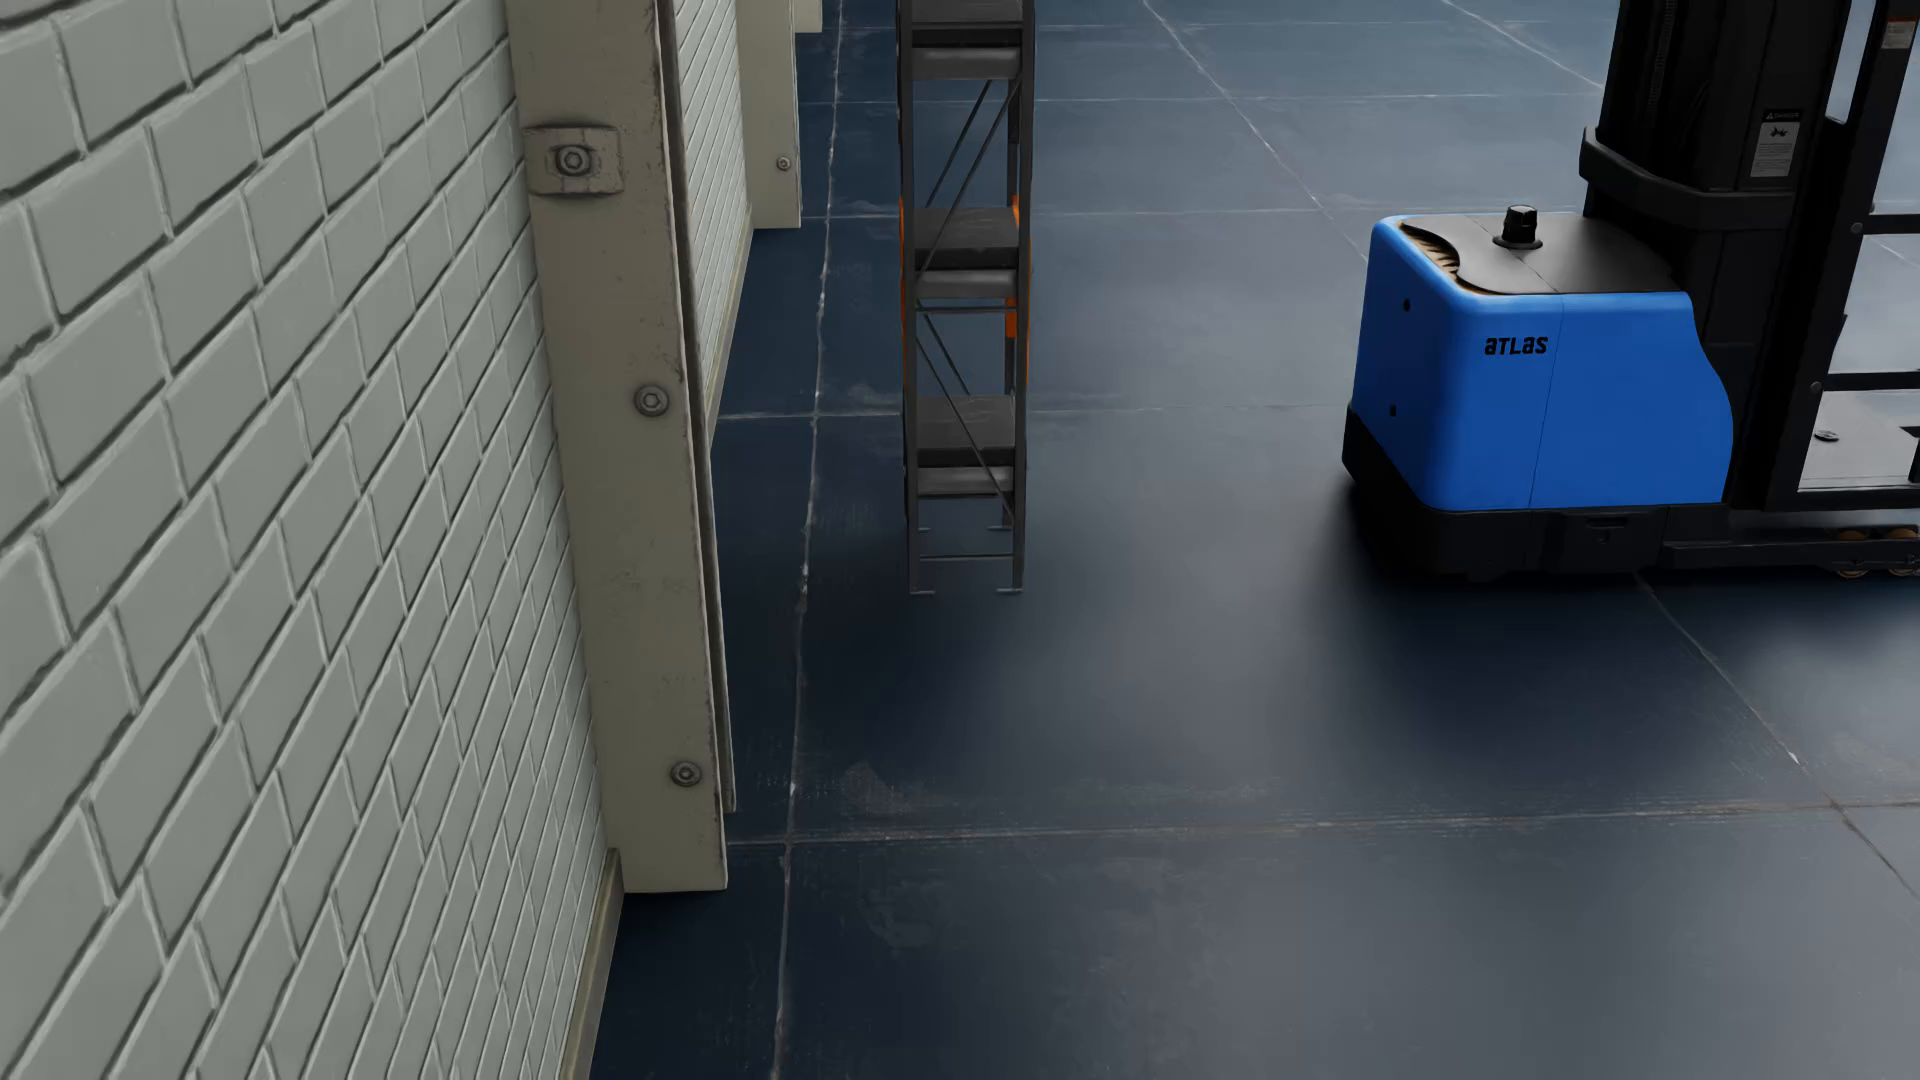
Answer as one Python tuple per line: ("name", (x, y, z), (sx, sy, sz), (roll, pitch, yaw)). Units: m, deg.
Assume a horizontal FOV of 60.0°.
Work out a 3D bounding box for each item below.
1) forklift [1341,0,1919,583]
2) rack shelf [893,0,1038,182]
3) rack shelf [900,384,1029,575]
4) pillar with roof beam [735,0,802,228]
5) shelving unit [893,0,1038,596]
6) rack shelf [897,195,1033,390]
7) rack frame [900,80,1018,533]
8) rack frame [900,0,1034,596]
("forklift", (3.081, -1.407, 5.777), (3.031, 2.935, 1.130), (-2, 28, -4))
("rack shelf", (0.009, -1.463, 5.300), (0.431, 0.518, 0.480), (-1, 28, -3))
("rack shelf", (0.009, -0.222, 5.948), (0.431, 0.518, 0.480), (-1, 28, -3))
("pillar with roof beam", (3.196, -6.016, 8.054), (9.100, 9.000, 0.400), (-1, 28, -3))
("shelving unit", (0.009, -0.855, 5.618), (0.431, 2.100, 0.503), (-1, 28, -3))
("rack shelf", (0.009, -0.842, 5.624), (0.431, 0.518, 0.480), (-1, 28, -3))
("rack frame", (-0.004, -0.967, 5.834), (0.400, 2.100, 0.015), (-1, 28, -3))
("rack frame", (0.021, -0.742, 5.402), (0.400, 2.100, 0.015), (-1, 28, -3))
